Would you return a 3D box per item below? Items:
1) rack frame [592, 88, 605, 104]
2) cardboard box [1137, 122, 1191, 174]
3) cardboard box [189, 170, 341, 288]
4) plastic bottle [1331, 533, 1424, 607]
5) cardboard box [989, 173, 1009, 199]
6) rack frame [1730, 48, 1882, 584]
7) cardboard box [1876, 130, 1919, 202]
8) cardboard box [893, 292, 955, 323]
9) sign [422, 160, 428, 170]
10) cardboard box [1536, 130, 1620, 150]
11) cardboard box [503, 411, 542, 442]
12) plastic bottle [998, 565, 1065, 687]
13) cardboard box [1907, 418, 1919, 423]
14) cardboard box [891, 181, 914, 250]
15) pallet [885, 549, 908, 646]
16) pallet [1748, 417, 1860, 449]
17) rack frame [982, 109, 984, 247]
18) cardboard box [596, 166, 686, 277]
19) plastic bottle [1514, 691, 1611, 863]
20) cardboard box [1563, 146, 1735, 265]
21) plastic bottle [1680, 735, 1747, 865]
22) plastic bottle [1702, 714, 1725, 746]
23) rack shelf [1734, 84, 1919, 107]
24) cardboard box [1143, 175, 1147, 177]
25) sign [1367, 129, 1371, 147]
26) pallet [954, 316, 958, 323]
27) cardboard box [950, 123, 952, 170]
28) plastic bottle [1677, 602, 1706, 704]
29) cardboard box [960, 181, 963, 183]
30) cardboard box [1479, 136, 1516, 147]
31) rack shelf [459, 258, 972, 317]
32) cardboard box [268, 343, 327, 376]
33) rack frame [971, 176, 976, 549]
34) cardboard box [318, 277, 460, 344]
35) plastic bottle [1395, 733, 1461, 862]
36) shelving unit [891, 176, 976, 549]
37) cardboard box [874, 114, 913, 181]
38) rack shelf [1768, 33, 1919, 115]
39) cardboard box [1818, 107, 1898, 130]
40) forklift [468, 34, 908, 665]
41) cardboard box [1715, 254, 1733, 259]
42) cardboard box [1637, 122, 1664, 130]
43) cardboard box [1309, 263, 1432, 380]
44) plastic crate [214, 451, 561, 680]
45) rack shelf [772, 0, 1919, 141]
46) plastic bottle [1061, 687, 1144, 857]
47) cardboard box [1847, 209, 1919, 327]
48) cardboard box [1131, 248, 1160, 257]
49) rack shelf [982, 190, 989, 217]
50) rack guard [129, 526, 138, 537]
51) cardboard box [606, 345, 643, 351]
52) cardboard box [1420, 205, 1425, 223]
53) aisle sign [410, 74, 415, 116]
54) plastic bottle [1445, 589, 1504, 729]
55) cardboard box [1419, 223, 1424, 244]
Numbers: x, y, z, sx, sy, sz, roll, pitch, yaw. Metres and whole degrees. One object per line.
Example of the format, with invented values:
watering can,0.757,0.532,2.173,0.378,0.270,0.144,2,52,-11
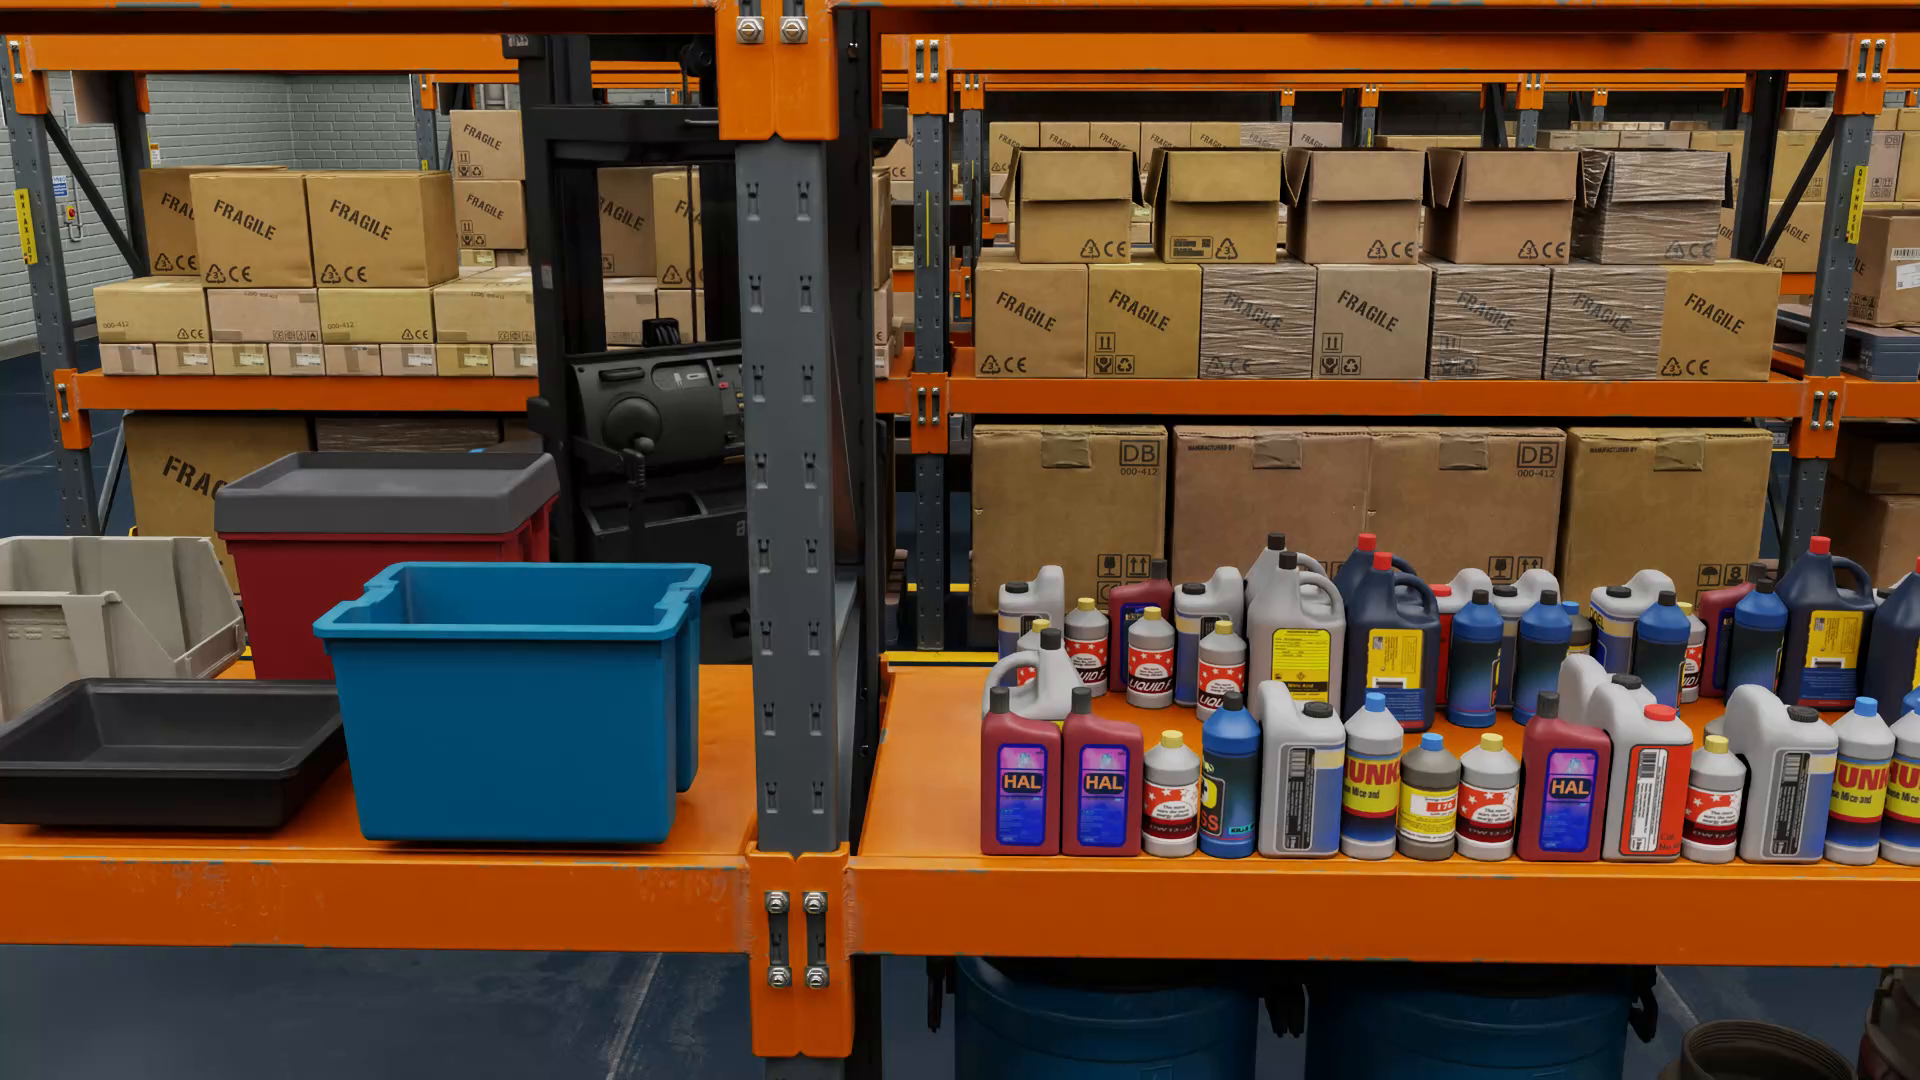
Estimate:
rack frame,-3.874,-3.603,17.618,0.127,3.000,1.000,0,15,1
cardboard box,2.085,-4.031,17.083,0.500,0.500,0.500,0,15,1
cardboard box,-3.154,-1.435,7.639,0.500,0.500,0.500,0,15,0
plastic bottle,0.857,0.161,3.448,0.185,0.351,0.144,0,15,1
cardboard box,0.557,-3.672,17.191,0.500,0.250,0.500,0,15,0
rack frame,3.870,-1.024,7.841,0.127,3.000,1.000,0,15,1
cardboard box,7.086,-2.799,12.411,0.500,0.500,0.700,0,15,0
cardboard box,-0.500,-2.573,17.912,0.875,0.438,0.875,0,15,1
sign,-3.913,-2.621,12.196,0.005,0.325,0.100,0,15,1
cardboard box,4.547,-2.815,12.472,0.500,0.500,0.700,0,15,1
cardboard box,-1.686,-0.256,8.274,0.875,0.875,0.875,0,15,1
plastic bottle,0.147,0.193,3.471,0.135,0.276,0.152,0,15,1
cardboard box,7.474,-1.359,12.696,0.750,0.750,1.050,0,15,1
cardboard box,-0.391,-2.438,12.420,0.500,0.500,0.500,0,15,2
pallet,-0.886,0.273,8.390,1.213,0.211,1.003,0,15,1
pallet,6.101,-0.907,12.864,1.213,0.211,1.003,0,15,1
rack frame,0.248,-4.843,22.317,0.127,3.000,1.000,0,15,1
cardboard box,-1.613,-1.560,8.113,0.500,0.500,0.500,0,15,0
plastic bottle,0.989,0.386,2.724,0.133,0.283,0.061,0,15,1
cardboard box,3.140,-1.566,7.734,0.637,0.503,0.797,1,15,3
plastic bottle,1.239,0.423,2.746,0.097,0.201,0.097,0,15,0
plastic bottle,1.340,0.385,2.891,0.097,0.201,0.097,0,15,0
rack shelf,10.122,-4.615,16.981,4.000,0.370,1.077,0,15,1
cardboard box,1.541,-2.723,12.784,0.250,0.149,0.380,0,15,0
sign,4.113,-3.970,16.736,0.005,0.325,0.100,0,15,1
pallet,-0.633,-2.254,17.969,1.213,0.211,1.003,0,15,1
cardboard box,-0.345,-4.174,17.625,0.500,0.500,0.500,0,15,2
plastic bottle,1.500,0.231,3.474,0.097,0.201,0.097,0,15,0
cardboard box,-0.081,-4.794,22.622,0.250,0.149,0.380,0,15,2
cardboard box,5.620,-3.881,17.069,0.500,0.500,0.500,1,15,2
rack shelf,-1.900,-1.980,12.873,4.000,0.370,1.077,0,15,1
cardboard box,-3.007,-0.864,7.727,0.250,0.149,0.380,0,15,1
rack frame,0.078,-1.015,9.570,0.015,2.100,0.400,0,15,1
cardboard box,-2.632,-1.070,7.725,0.500,0.250,0.500,0,15,0
plastic bottle,0.777,0.420,2.758,0.097,0.201,0.097,0,15,0
shelving unit,-0.165,-1.016,9.576,0.503,2.100,0.431,0,15,1
cardboard box,-0.377,-2.924,12.304,0.500,0.500,0.500,0,15,-1
rack shelf,5.870,-2.114,7.501,4.000,0.370,1.077,0,15,1
cardboard box,9.067,-4.134,16.889,0.500,0.500,0.700,0,15,2
forklift,-0.873,-0.531,6.107,1.130,2.935,3.031,-11,18,-35
cardboard box,3.391,-1.145,8.104,0.500,0.500,0.500,1,15,3
cardboard box,6.966,-4.181,16.932,0.250,0.149,0.380,0,15,0
cardboard box,1.845,-1.023,7.642,0.500,0.500,0.500,1,15,2
plastic crate,-1.141,0.083,3.401,0.583,0.464,0.402,0,15,1
rack shelf,1.745,-0.877,2.812,4.000,0.370,1.077,0,15,1
plastic bottle,0.234,0.381,2.743,0.133,0.283,0.061,0,15,1
cardboard box,4.411,-1.282,7.800,0.500,0.500,0.500,-1,15,-5
cardboard box,0.841,-1.160,8.161,0.500,0.500,0.500,1,15,3
rack shelf,2.247,-4.482,22.360,4.000,0.370,1.077,0,15,1
rack guard,-4.151,0.132,8.358,0.348,0.500,1.175,0,15,1
cardboard box,-1.470,-0.854,7.688,0.250,0.149,0.380,1,15,2
cardboard box,3.326,-2.402,12.151,0.250,0.149,0.380,1,15,4
aisle sign,-3.980,-3.521,12.211,0.004,0.787,0.394,0,15,1
plastic bottle,1.032,0.233,3.329,0.097,0.271,0.097,0,15,0
cardboard box,3.345,-2.258,12.187,0.250,0.149,0.380,0,15,1
